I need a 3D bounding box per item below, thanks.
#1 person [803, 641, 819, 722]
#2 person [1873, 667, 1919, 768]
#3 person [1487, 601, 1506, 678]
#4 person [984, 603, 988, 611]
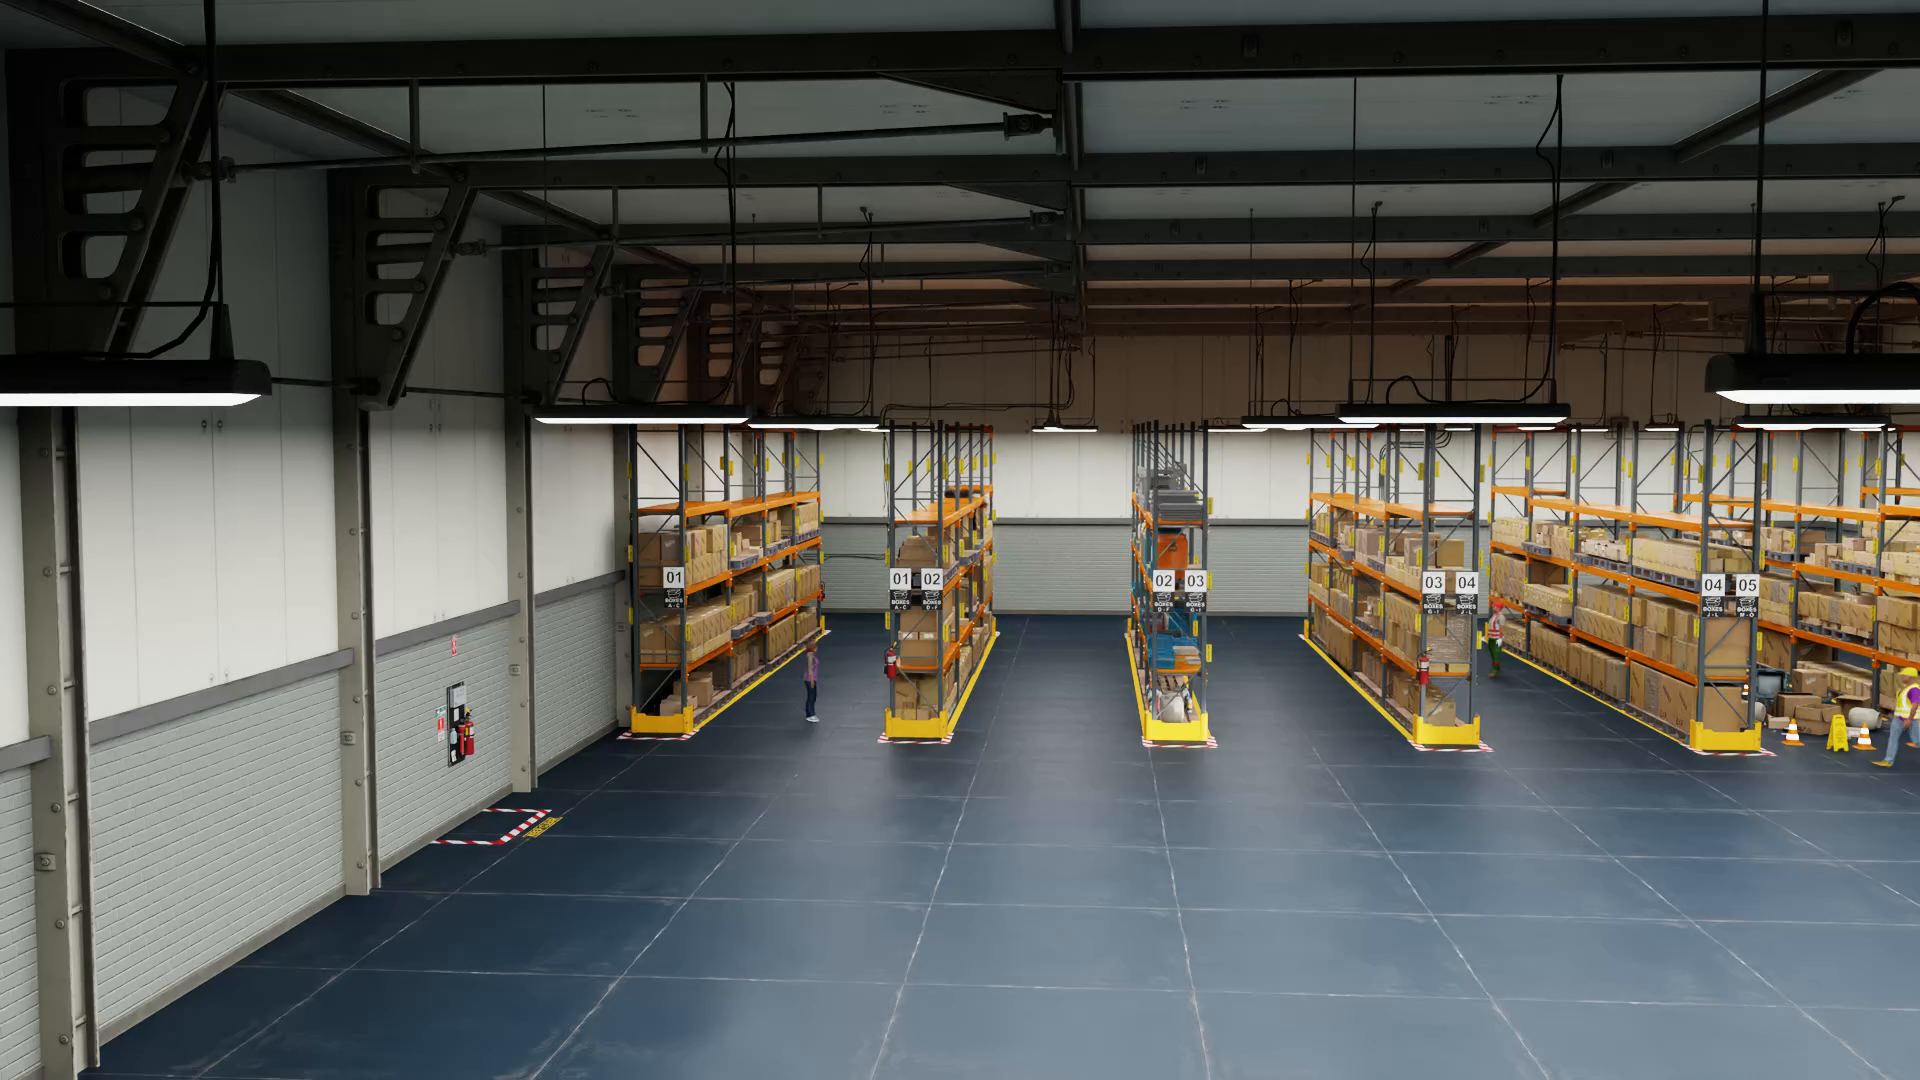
[{"bbox_3d":[-2.977,2.850,33.297,0.332,1.660,0.501,0,4,-2],"label":"person"},{"bbox_3d":[16.273,3.048,28.521,1.013,1.726,0.513,-1,4,-17],"label":"person"},{"bbox_3d":[12.604,2.345,39.330,0.590,1.787,0.547,-2,4,-24],"label":"person"},{"bbox_3d":[0.661,1.612,51.291,0.674,1.807,0.494,-3,4,-36],"label":"person"}]
